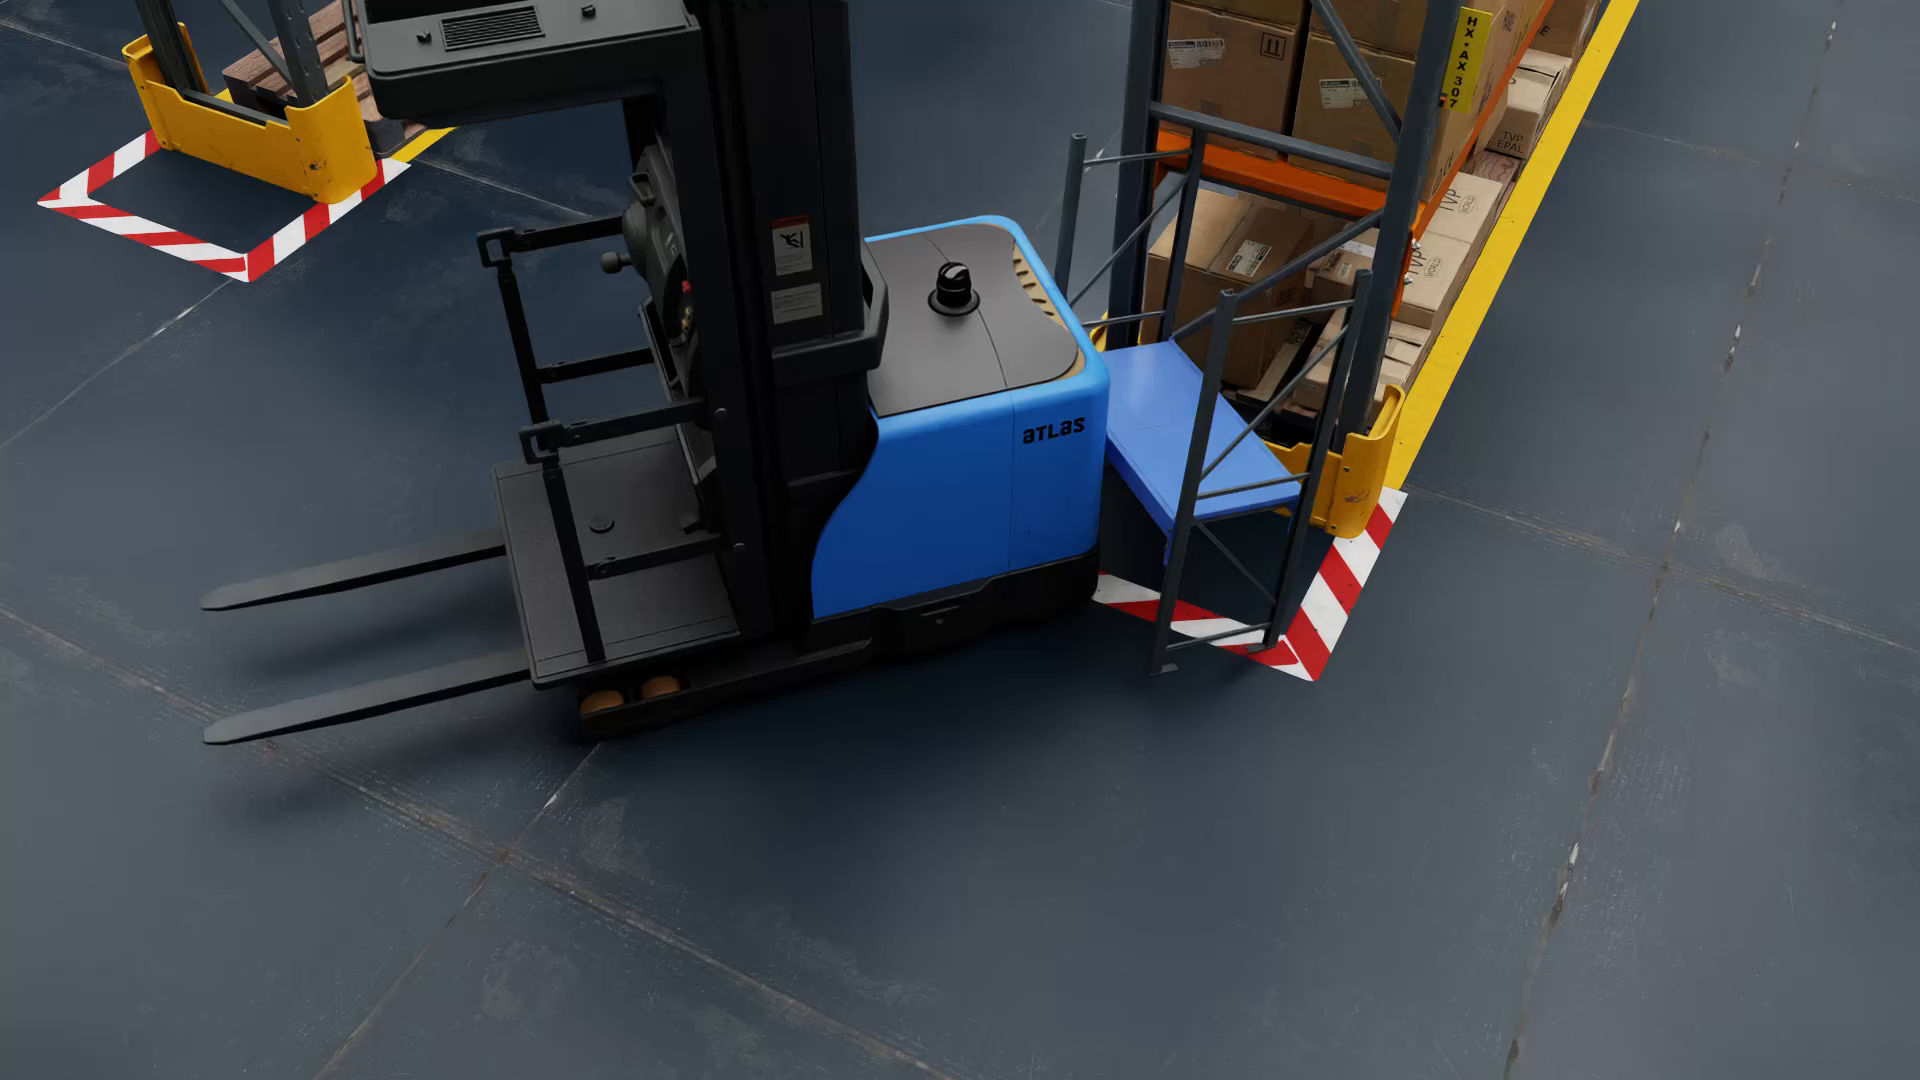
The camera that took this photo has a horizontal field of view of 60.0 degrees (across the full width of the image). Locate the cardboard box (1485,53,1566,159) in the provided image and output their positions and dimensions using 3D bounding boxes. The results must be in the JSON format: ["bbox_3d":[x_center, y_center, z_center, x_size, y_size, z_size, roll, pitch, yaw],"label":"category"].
[{"bbox_3d":[2.510,-2.100,7.798,0.500,0.311,0.500,20,49,19],"label":"cardboard box"}]

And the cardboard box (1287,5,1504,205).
[{"bbox_3d":[1.455,-1.523,5.576,0.500,0.500,0.500,21,49,20],"label":"cardboard box"}]

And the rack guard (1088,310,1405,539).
[{"bbox_3d":[1.050,-0.465,6.358,1.175,0.500,0.348,20,49,19],"label":"rack guard"}]

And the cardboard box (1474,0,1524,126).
[{"bbox_3d":[1.689,-1.850,5.899,0.500,0.500,0.500,20,49,19],"label":"cardboard box"}]

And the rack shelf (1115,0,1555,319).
[{"bbox_3d":[1.943,-2.303,6.923,1.077,0.370,4.000,20,49,19],"label":"rack shelf"}]

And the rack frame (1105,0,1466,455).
[{"bbox_3d":[1.015,-1.296,5.422,1.000,3.000,0.127,20,49,19],"label":"rack frame"}]

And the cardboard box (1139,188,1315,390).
[{"bbox_3d":[1.049,-0.996,6.573,0.500,0.500,0.500,20,49,19],"label":"cardboard box"}]

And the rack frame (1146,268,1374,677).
[{"bbox_3d":[0.924,-0.167,5.277,0.500,1.500,0.032,-11,42,-19],"label":"rack frame"}]

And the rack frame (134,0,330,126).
[{"bbox_3d":[-3.371,-2.933,7.040,1.000,3.000,0.127,20,49,19],"label":"rack frame"}]

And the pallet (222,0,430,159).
[{"bbox_3d":[-2.953,-2.460,8.533,1.003,0.211,1.213,20,49,19],"label":"pallet"}]

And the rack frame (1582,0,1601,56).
[{"bbox_3d":[2.872,-3.816,7.912,1.000,3.000,0.127,20,49,19],"label":"rack frame"}]

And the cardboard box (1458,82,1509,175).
[{"bbox_3d":[2.004,-1.907,7.472,0.797,0.503,0.637,20,49,19],"label":"cardboard box"}]

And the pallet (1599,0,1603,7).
[{"bbox_3d":[3.216,-3.360,9.423,1.003,0.211,1.213,20,49,19],"label":"pallet"}]

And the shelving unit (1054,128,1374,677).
[{"bbox_3d":[0.736,-0.476,5.634,0.538,1.500,1.048,-11,42,-19],"label":"shelving unit"}]

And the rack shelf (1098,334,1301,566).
[{"bbox_3d":[0.724,-0.338,5.748,0.538,0.185,1.000,-11,42,-19],"label":"rack shelf"}]

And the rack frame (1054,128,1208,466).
[{"bbox_3d":[0.549,-0.786,5.991,0.500,1.500,0.032,-11,42,-19],"label":"rack frame"}]

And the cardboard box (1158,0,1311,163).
[{"bbox_3d":[0.982,-1.703,5.754,0.500,0.500,0.500,22,49,20],"label":"cardboard box"}]

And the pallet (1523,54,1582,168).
[{"bbox_3d":[2.552,-2.403,8.477,1.003,0.211,1.213,20,49,19],"label":"pallet"}]

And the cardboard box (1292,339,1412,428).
[{"bbox_3d":[1.514,-0.599,6.428,0.380,0.149,0.250,20,49,19],"label":"cardboard box"}]

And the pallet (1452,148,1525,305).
[{"bbox_3d":[1.987,-1.631,7.714,1.003,0.211,1.213,20,49,19],"label":"pallet"}]

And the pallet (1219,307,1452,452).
[{"bbox_3d":[1.420,-0.866,6.957,1.003,0.211,1.213,20,49,19],"label":"pallet"}]

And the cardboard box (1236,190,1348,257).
[{"bbox_3d":[1.517,-1.496,7.244,0.500,0.250,0.500,20,49,19],"label":"cardboard box"}]

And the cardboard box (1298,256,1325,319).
[{"bbox_3d":[1.317,-1.104,6.915,0.380,0.166,0.250,20,49,19],"label":"cardboard box"}]

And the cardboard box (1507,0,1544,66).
[{"bbox_3d":[1.925,-2.165,6.211,0.500,0.500,0.500,20,49,19],"label":"cardboard box"}]

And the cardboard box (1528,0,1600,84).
[{"bbox_3d":[2.859,-2.639,8.197,0.500,0.500,0.500,20,49,19],"label":"cardboard box"}]

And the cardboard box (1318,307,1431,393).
[{"bbox_3d":[1.630,-0.762,6.577,0.380,0.166,0.250,20,49,19],"label":"cardboard box"}]

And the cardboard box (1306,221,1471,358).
[{"bbox_3d":[1.751,-1.048,6.800,0.500,0.250,0.500,20,49,19],"label":"cardboard box"}]

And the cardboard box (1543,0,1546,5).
[{"bbox_3d":[2.158,-2.480,6.521,0.500,0.500,0.500,21,49,20],"label":"cardboard box"}]

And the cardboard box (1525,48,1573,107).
[{"bbox_3d":[2.738,-2.259,8.069,0.380,0.149,0.250,20,49,19],"label":"cardboard box"}]

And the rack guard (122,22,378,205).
[{"bbox_3d":[-3.370,-2.035,7.910,1.175,0.500,0.348,20,49,19],"label":"rack guard"}]

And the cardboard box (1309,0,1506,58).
[{"bbox_3d":[1.455,-1.875,5.221,0.500,0.500,0.500,22,49,20],"label":"cardboard box"}]

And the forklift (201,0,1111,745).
[{"bbox_3d":[-1.079,-0.790,4.970,3.031,2.935,1.130,-13,47,-13],"label":"forklift"}]

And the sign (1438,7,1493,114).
[{"bbox_3d":[1.496,-1.421,4.937,0.100,0.325,0.005,20,49,19],"label":"sign"}]

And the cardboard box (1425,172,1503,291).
[{"bbox_3d":[1.983,-1.363,7.112,0.500,0.250,0.500,20,49,19],"label":"cardboard box"}]

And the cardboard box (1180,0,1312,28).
[{"bbox_3d":[0.978,-2.053,5.397,0.500,0.500,0.500,20,49,19],"label":"cardboard box"}]
